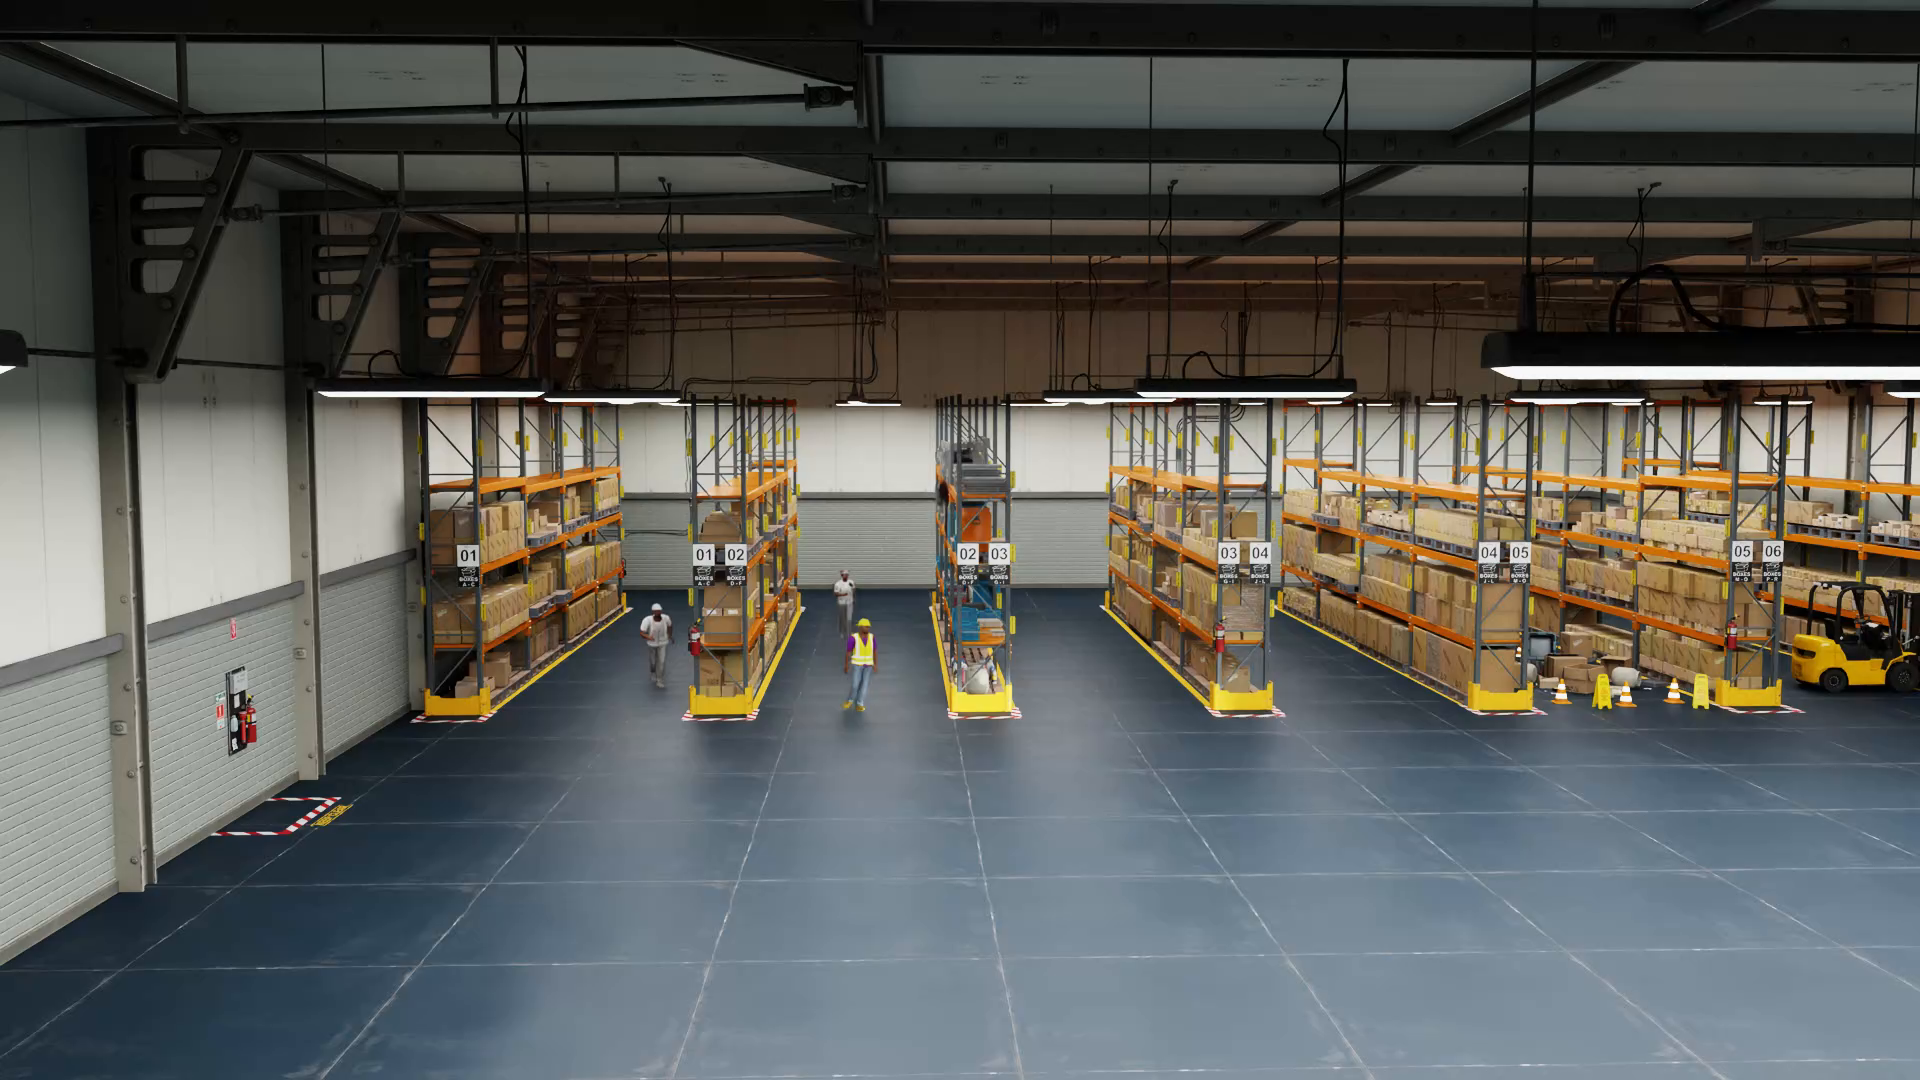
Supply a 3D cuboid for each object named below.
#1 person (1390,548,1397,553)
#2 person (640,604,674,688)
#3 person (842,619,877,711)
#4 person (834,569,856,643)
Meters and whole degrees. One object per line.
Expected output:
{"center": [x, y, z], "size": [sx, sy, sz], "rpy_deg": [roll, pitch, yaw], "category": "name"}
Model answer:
{"center": [12.908, 1.009, 49.152], "size": [0.815, 1.724, 0.612], "rpy_deg": [-1, 5, -8], "category": "person"}
{"center": [-6.268, 2.156, 34.376], "size": [0.691, 1.733, 0.927], "rpy_deg": [-1, 5, -15], "category": "person"}
{"center": [-1.898, 2.364, 31.447], "size": [0.673, 1.747, 0.467], "rpy_deg": [-2, 5, -26], "category": "person"}
{"center": [-2.679, 1.552, 38.876], "size": [0.531, 1.788, 0.810], "rpy_deg": [-1, 5, -10], "category": "person"}
